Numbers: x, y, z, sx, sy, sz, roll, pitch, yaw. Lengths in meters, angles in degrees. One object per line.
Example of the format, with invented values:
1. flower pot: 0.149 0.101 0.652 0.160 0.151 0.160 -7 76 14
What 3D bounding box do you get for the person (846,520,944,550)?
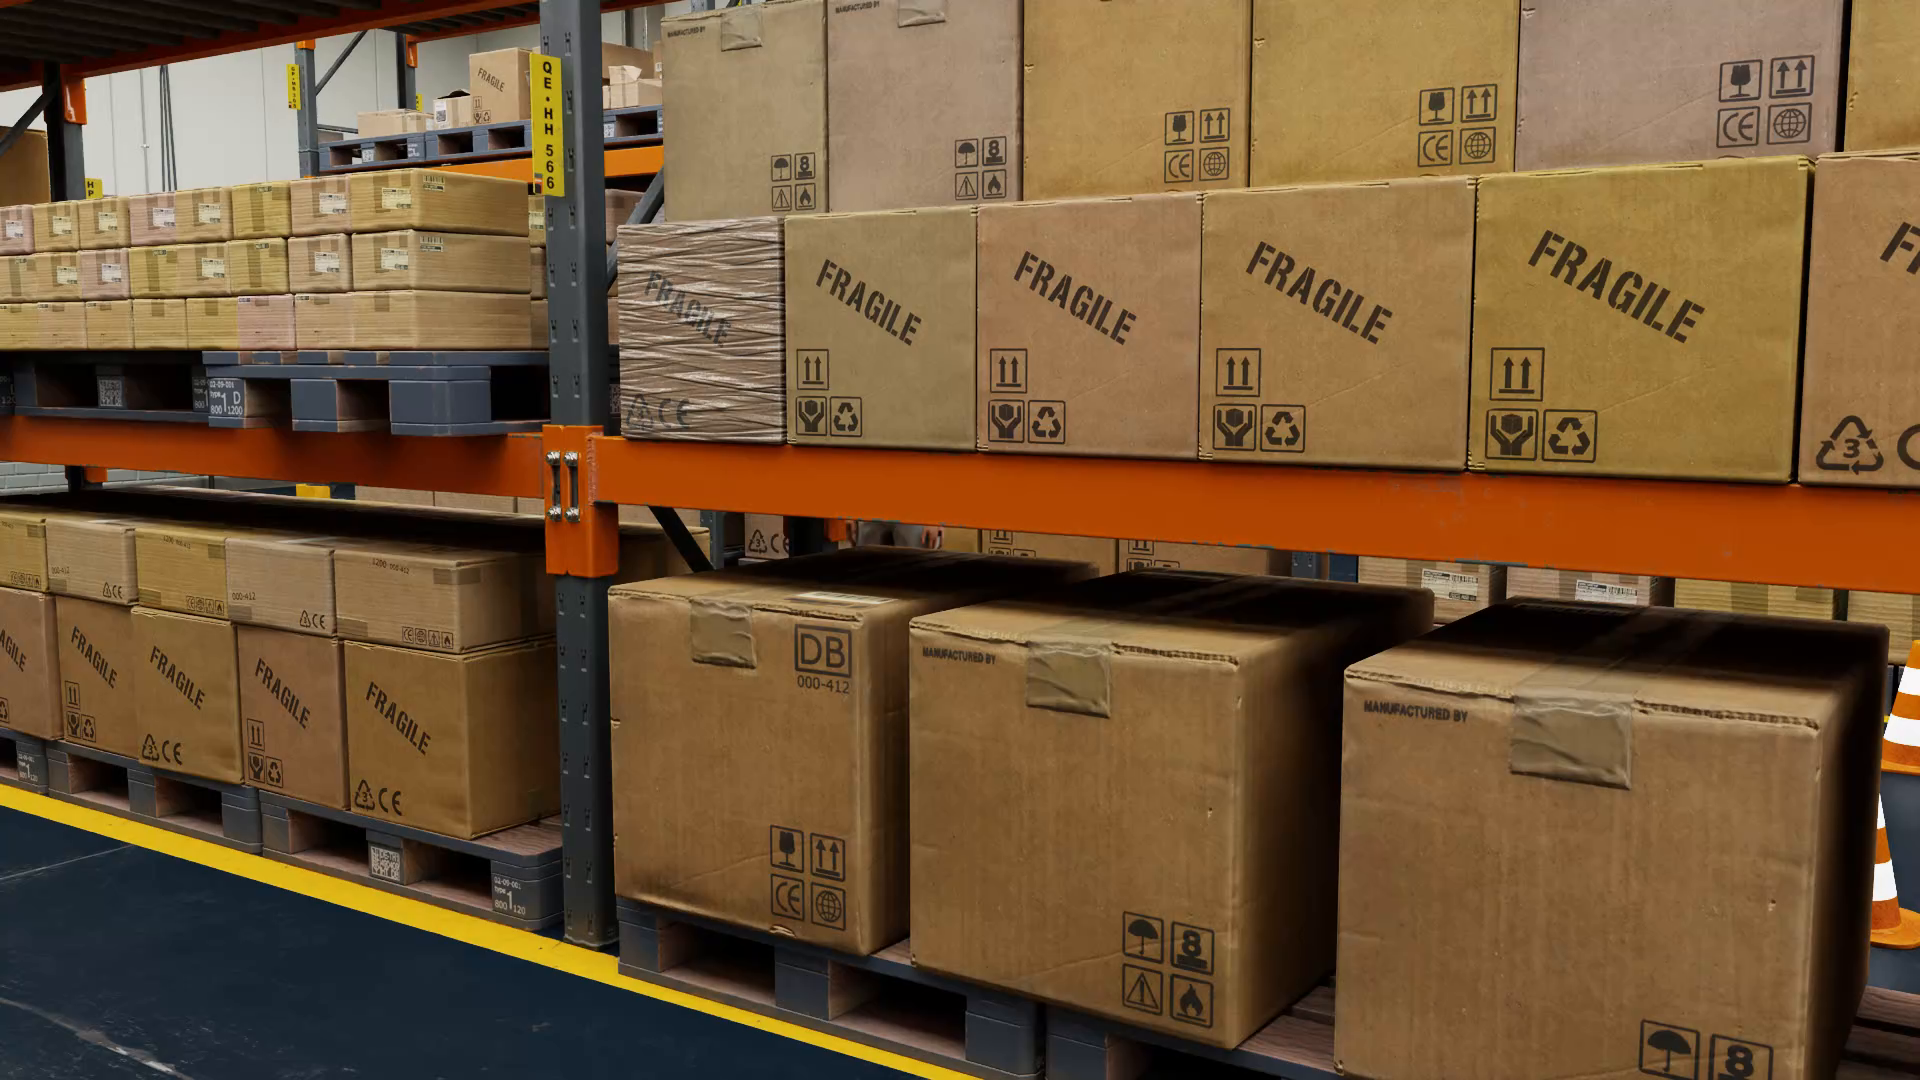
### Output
1. person: -0.252 -0.075 6.644 0.484 1.672 0.360 4 8 33
